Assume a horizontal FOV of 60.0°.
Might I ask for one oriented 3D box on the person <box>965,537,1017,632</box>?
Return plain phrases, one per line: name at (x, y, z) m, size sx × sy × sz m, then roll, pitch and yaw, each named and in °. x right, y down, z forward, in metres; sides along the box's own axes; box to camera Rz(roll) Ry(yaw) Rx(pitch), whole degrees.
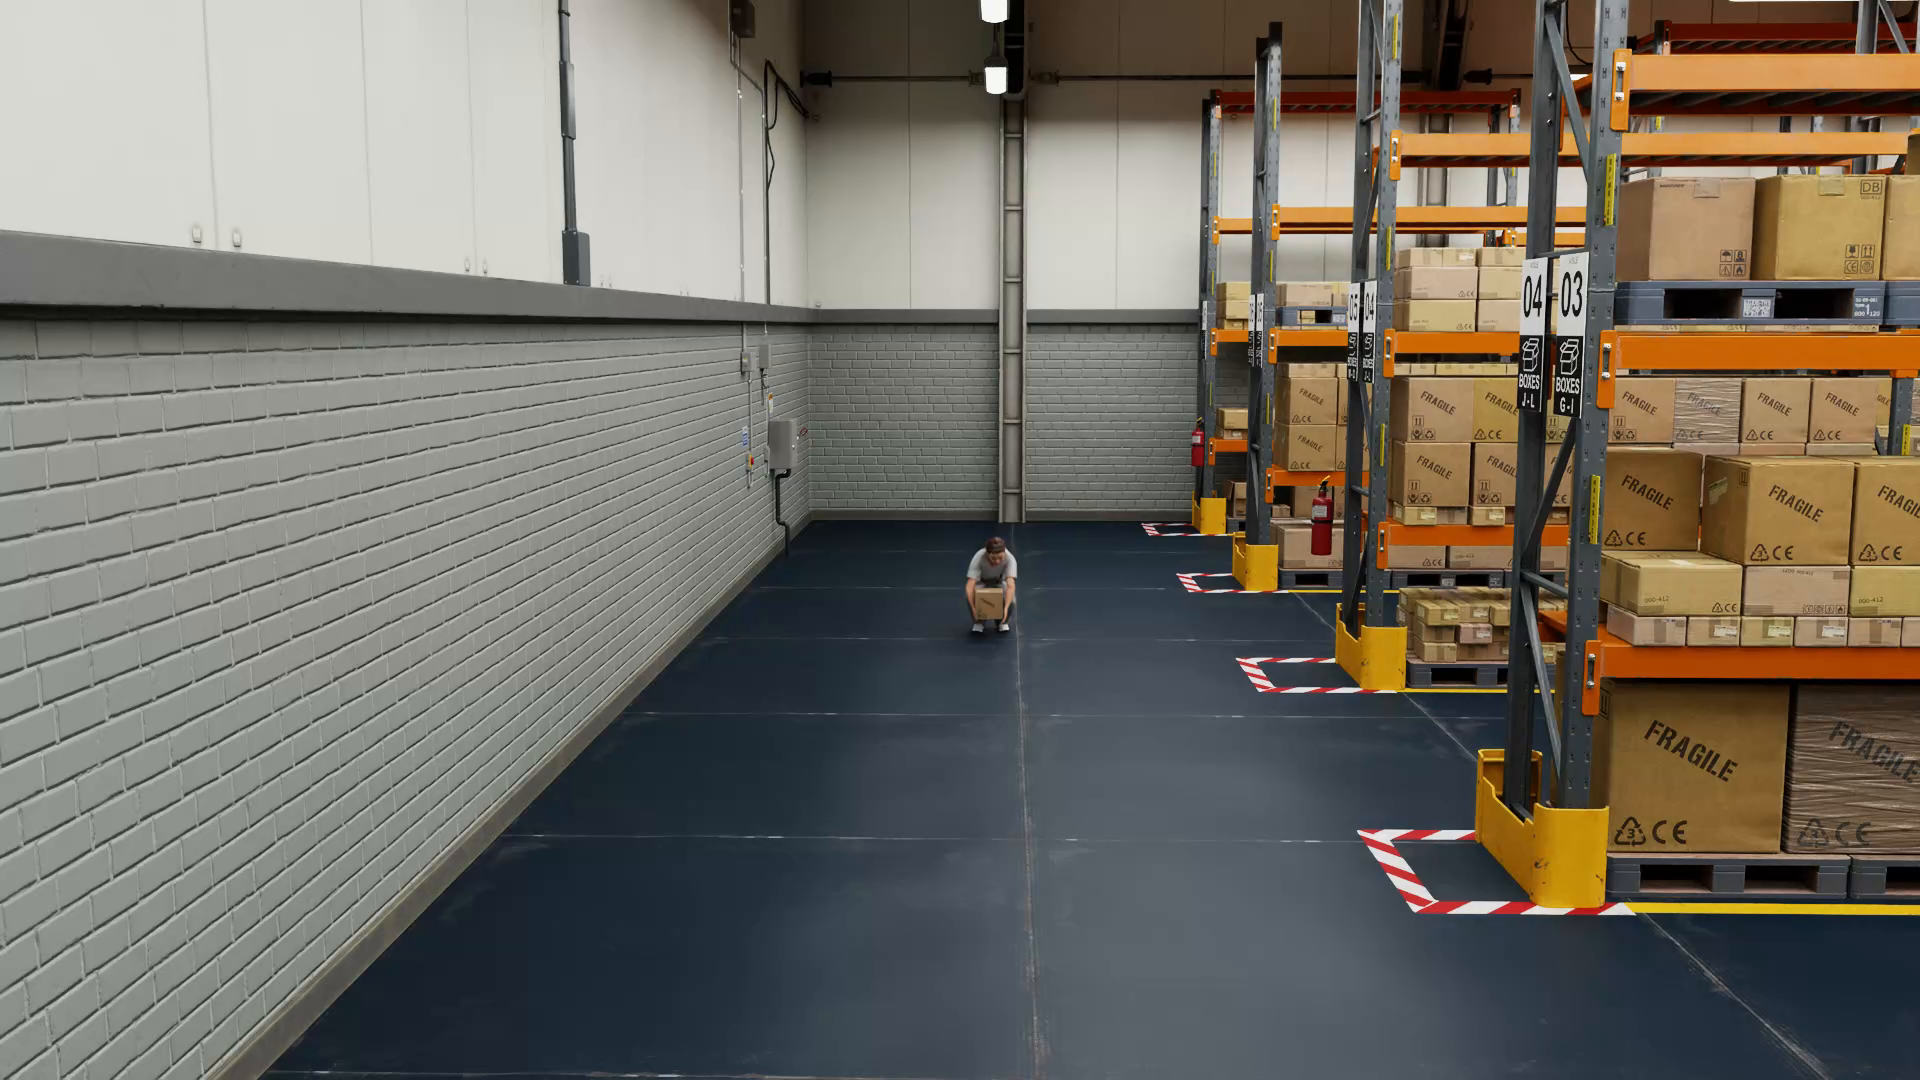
person at (0.290, 0.407, 15.557) m, size 0.477 × 0.933 × 0.804 m, roll 0°, pitch 7°, yaw 1°
